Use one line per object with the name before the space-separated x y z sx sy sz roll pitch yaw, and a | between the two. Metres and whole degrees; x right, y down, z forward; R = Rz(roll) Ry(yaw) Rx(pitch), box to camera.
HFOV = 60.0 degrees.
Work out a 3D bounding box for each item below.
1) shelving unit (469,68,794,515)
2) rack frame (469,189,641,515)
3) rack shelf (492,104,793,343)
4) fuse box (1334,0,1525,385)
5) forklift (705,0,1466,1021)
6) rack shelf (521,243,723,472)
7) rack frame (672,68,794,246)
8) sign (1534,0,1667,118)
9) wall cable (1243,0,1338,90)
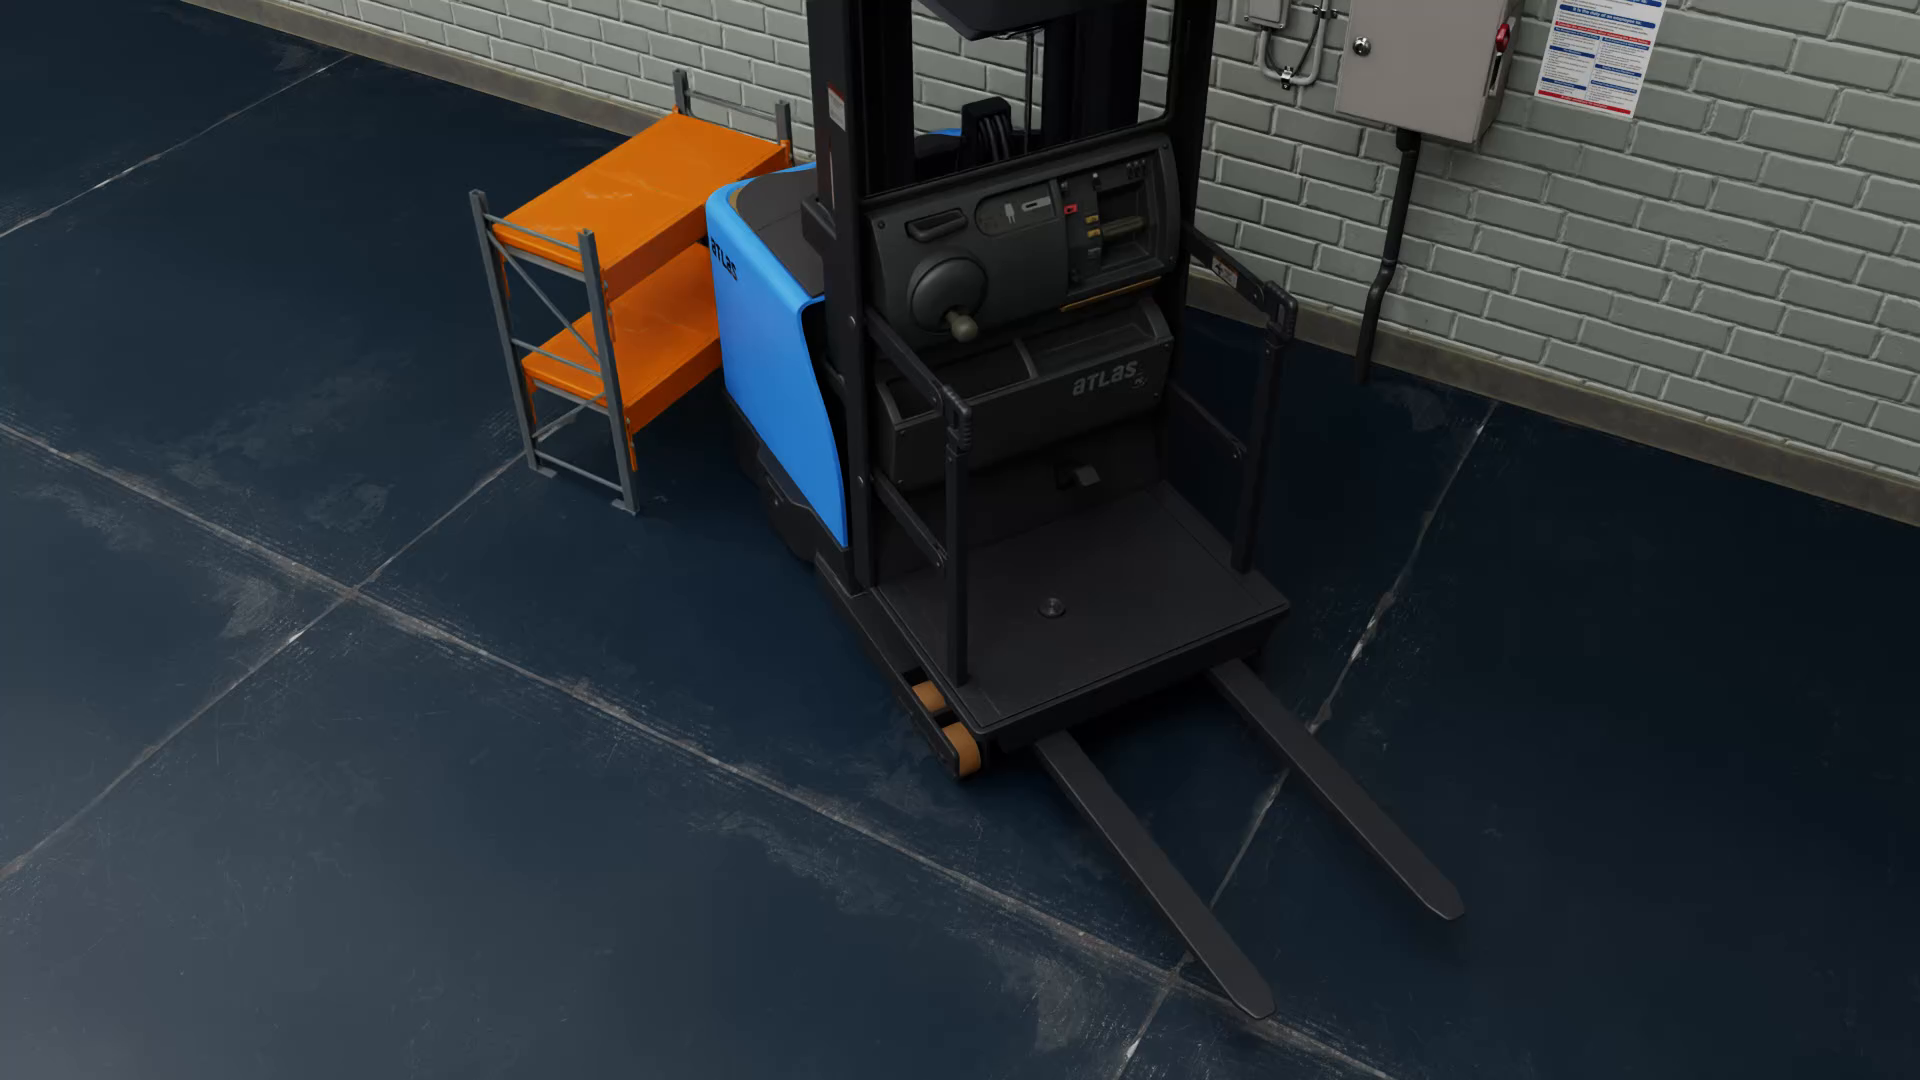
shelving unit | -1.079 -0.891 5.911 0.538 1.125 1.048 22 46 23
rack frame | -1.348 -0.606 5.587 0.500 1.125 0.032 22 46 23
rack shelf | -1.079 -1.111 5.717 0.538 0.278 1.000 22 46 23
fuse box | 1.555 -1.234 5.856 0.539 1.711 0.414 21 45 22
forklift | 0.298 -0.739 4.371 1.130 2.935 3.031 -20 45 -21
rack shelf | -1.079 -0.708 6.072 0.538 0.278 1.000 22 46 23
rack frame | -0.811 -1.177 6.234 0.500 1.125 0.032 22 46 23
sign | 2.087 -1.637 5.411 0.329 0.494 0.001 21 45 22
wall cable | 1.044 -2.414 5.453 0.588 1.984 0.122 21 45 22
